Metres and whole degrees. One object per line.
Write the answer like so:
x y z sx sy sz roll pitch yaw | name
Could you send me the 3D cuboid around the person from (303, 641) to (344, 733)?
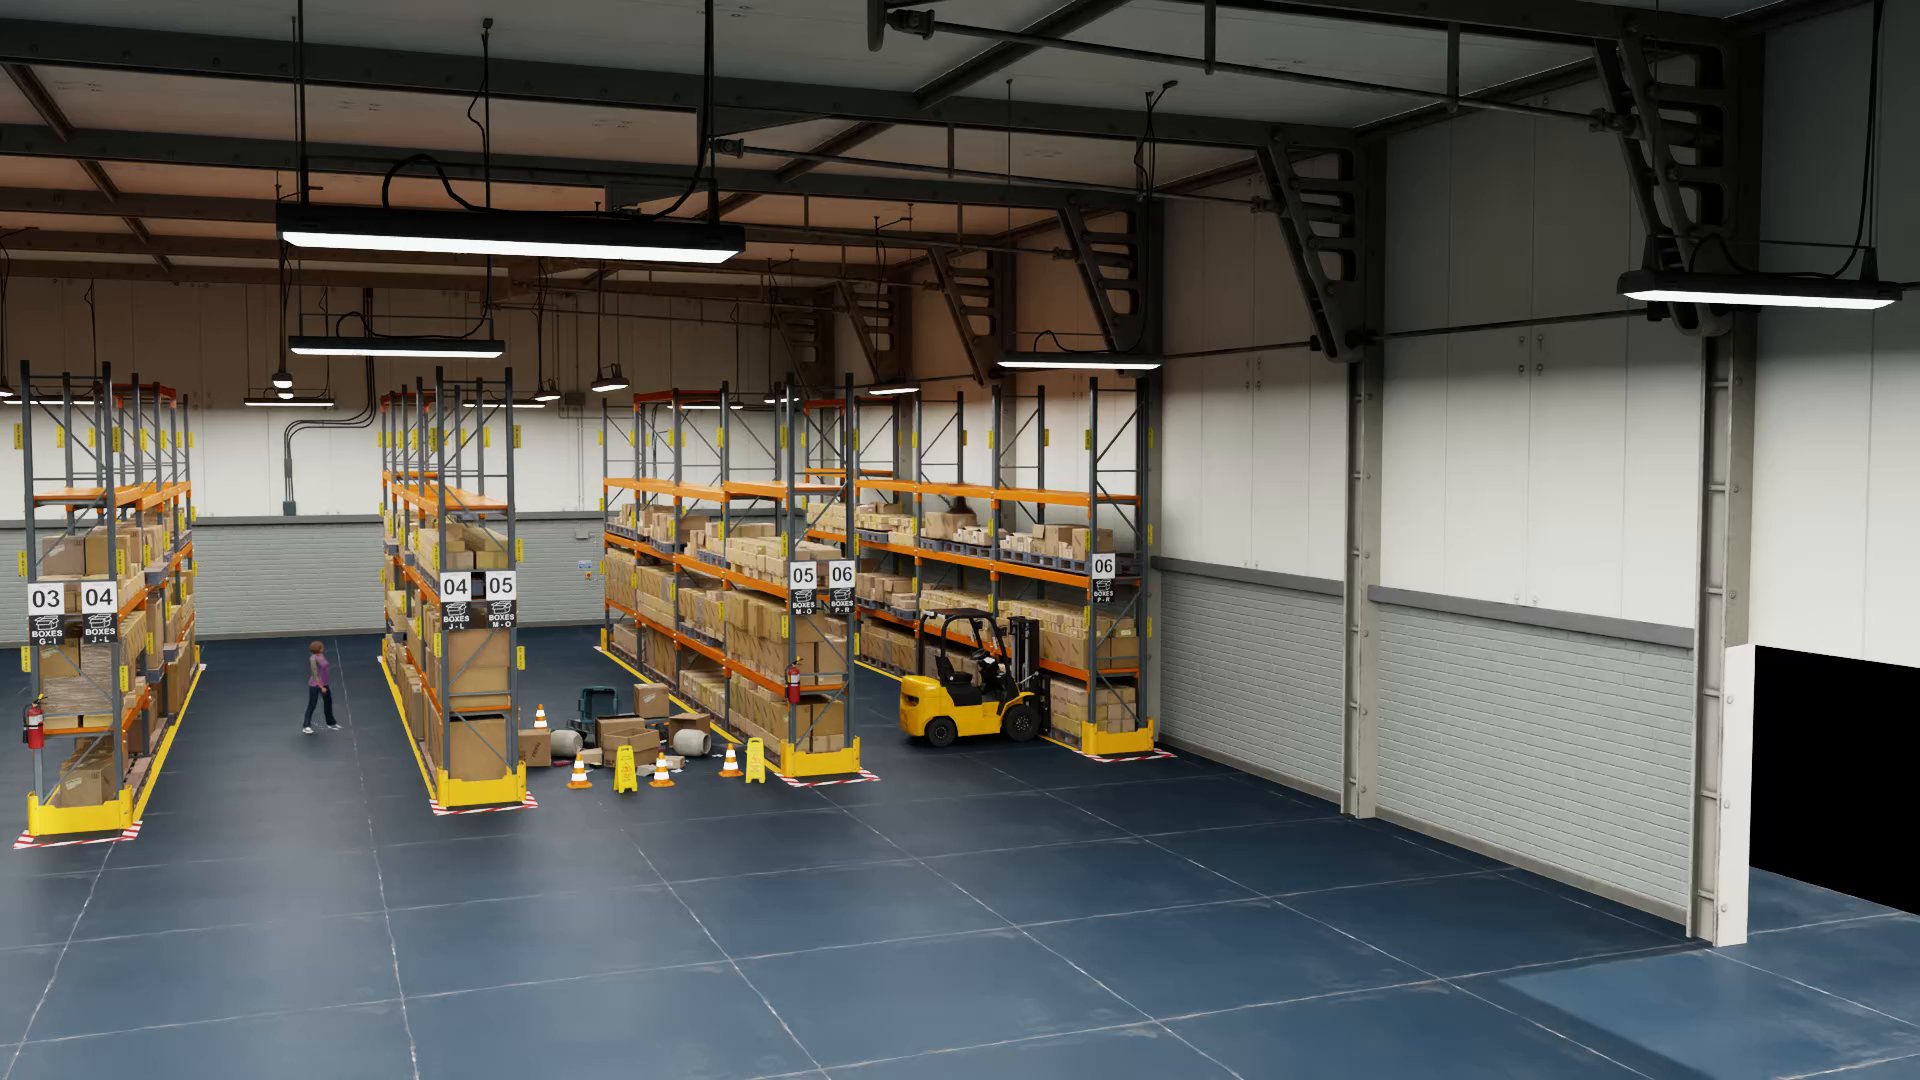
-10.960 2.512 28.504 0.523 1.607 0.603 1 3 11 | person
